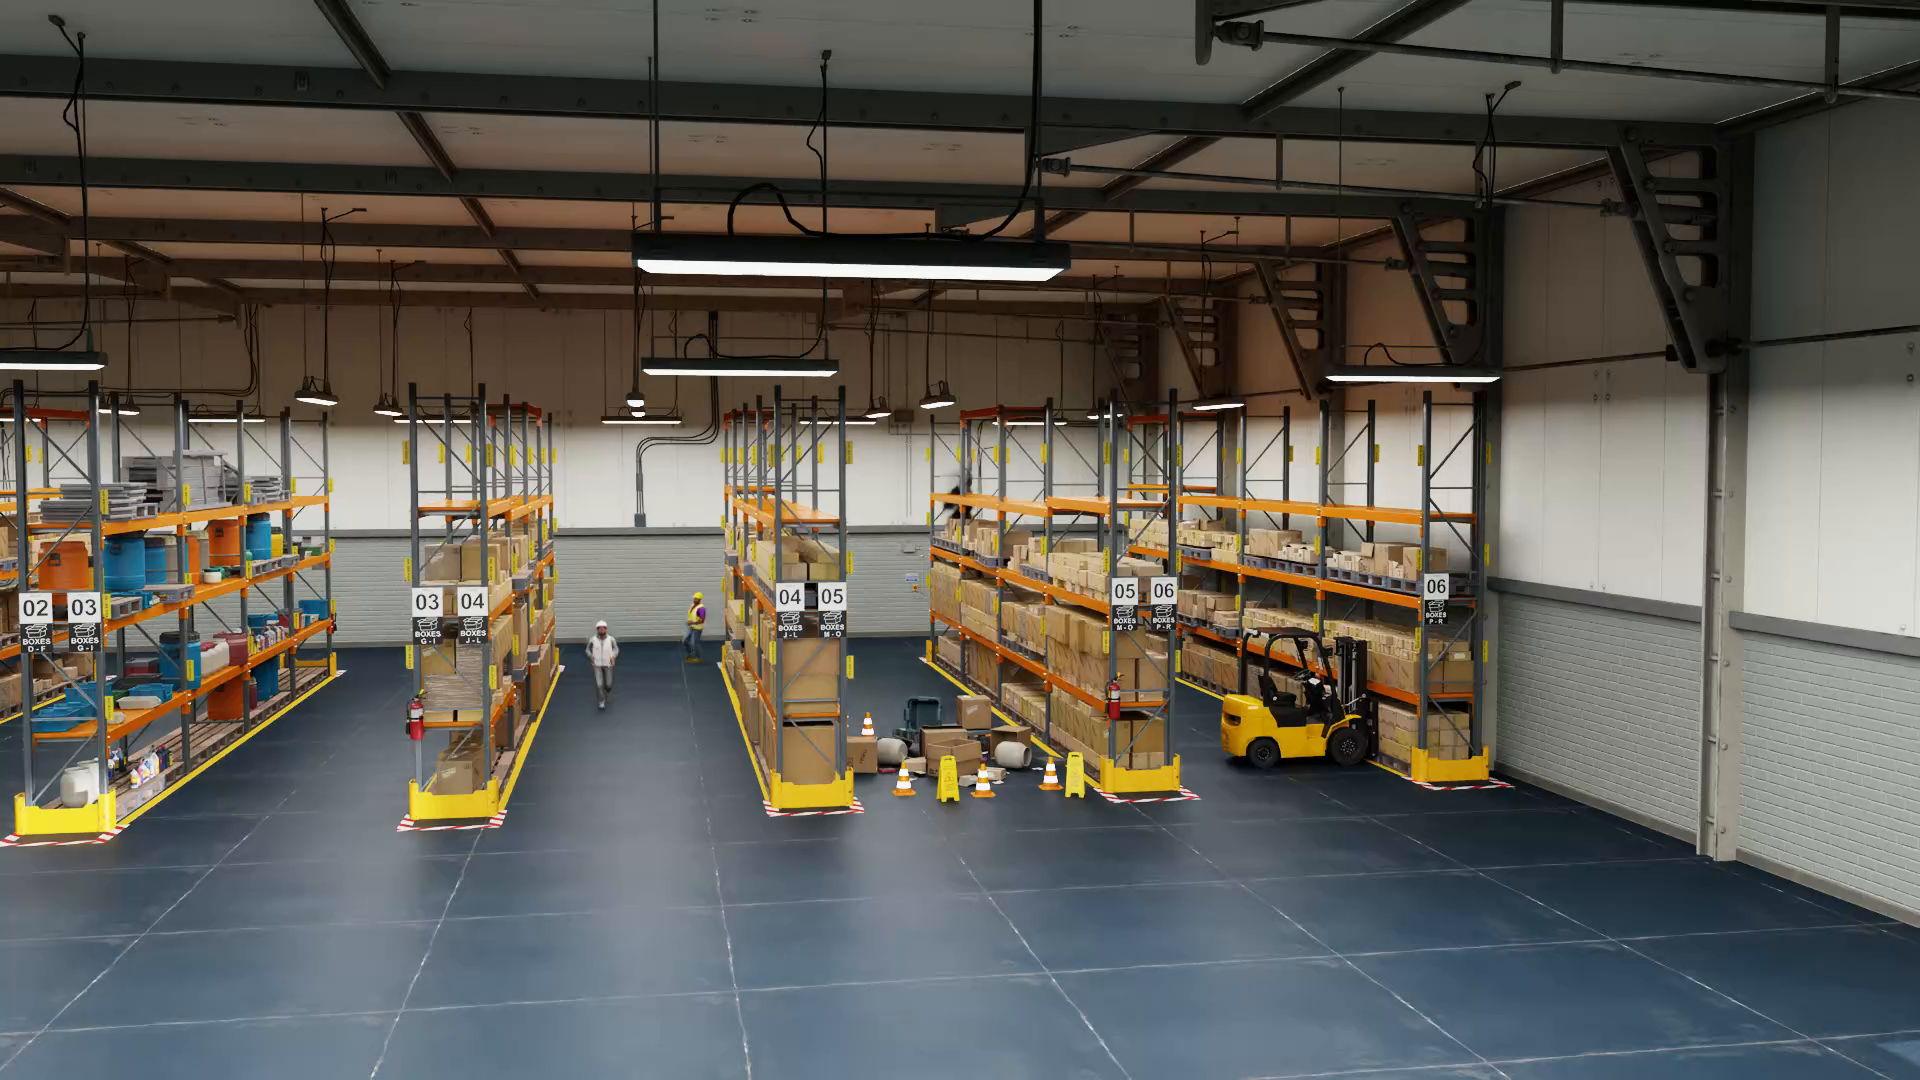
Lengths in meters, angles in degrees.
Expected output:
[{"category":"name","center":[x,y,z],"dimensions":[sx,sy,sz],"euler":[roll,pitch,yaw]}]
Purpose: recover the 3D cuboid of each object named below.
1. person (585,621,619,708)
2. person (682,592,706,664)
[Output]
[{"category":"person","center":[-7.096,2.469,32.974],"dimensions":[0.656,1.721,0.607],"euler":[-1,3,-14]},{"category":"person","center":[-6.351,2.123,39.871],"dimensions":[0.720,1.751,0.640],"euler":[2,4,41]}]
